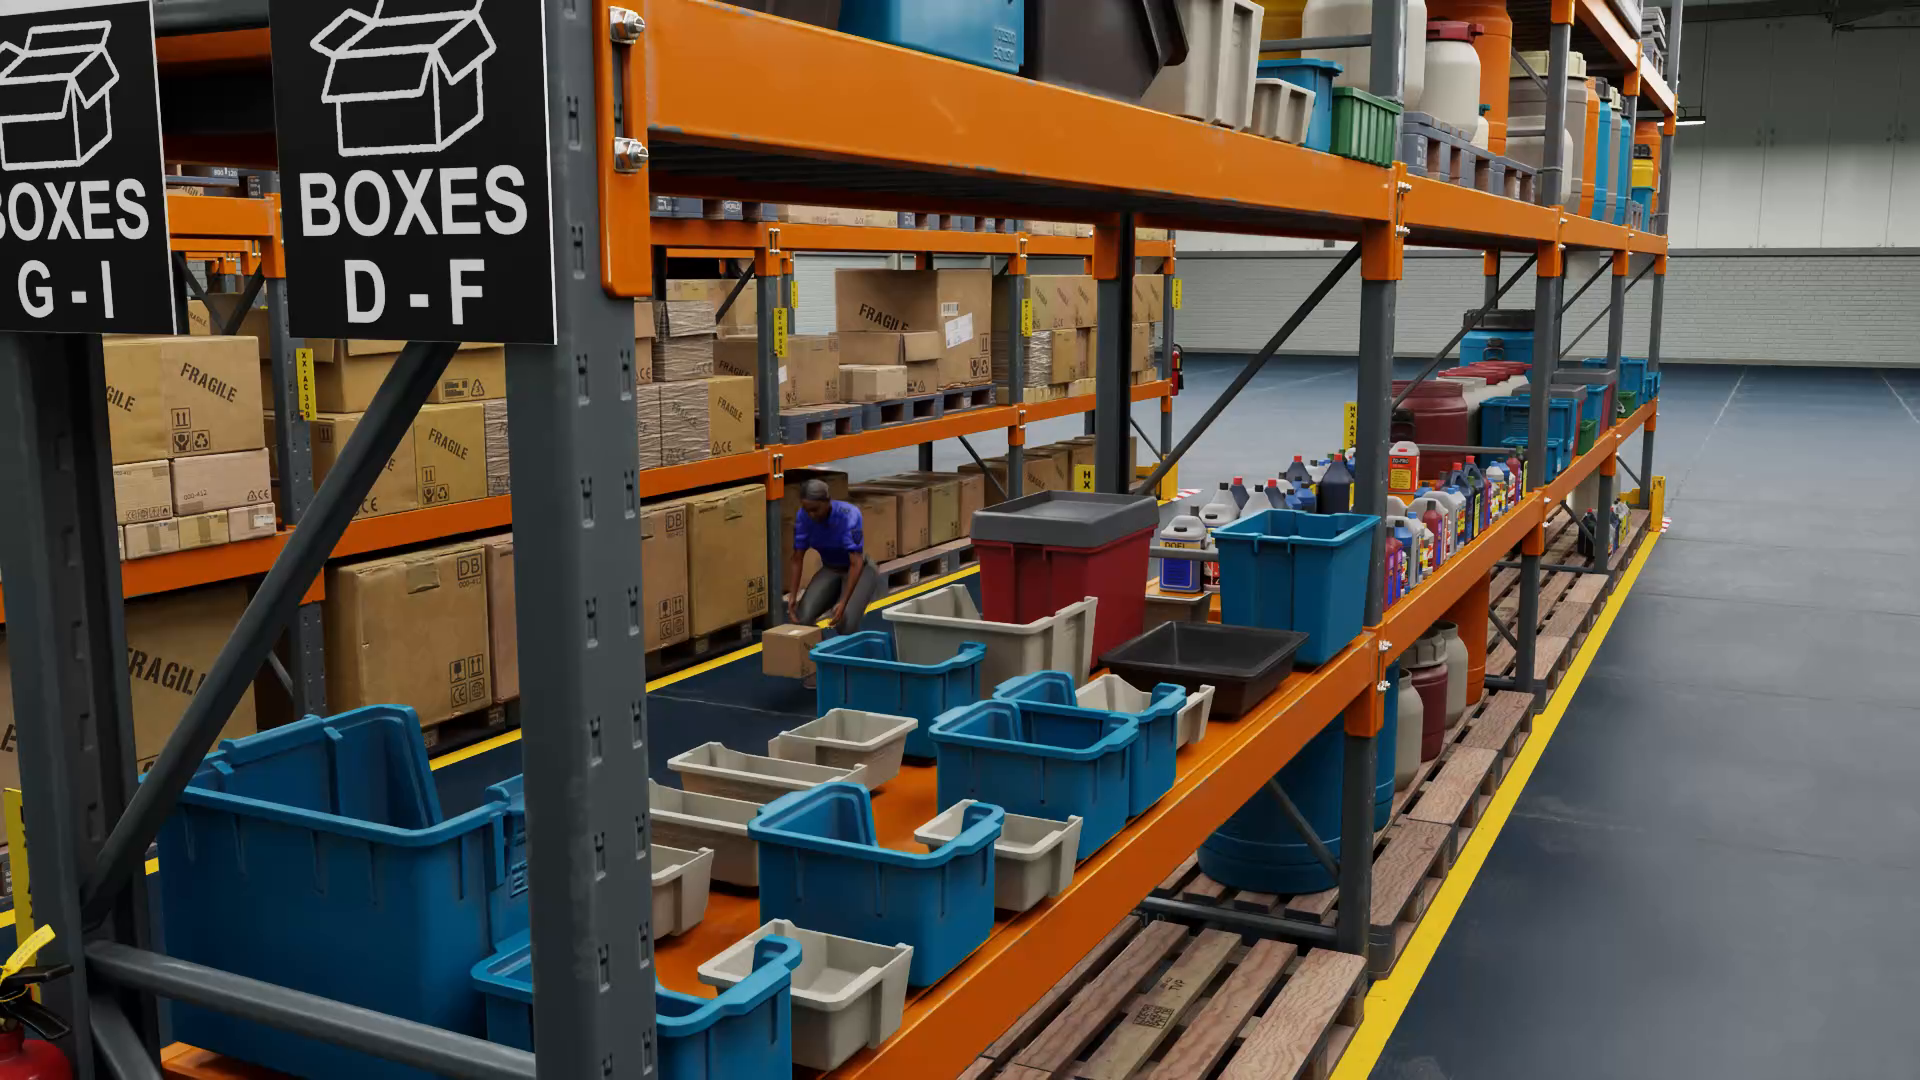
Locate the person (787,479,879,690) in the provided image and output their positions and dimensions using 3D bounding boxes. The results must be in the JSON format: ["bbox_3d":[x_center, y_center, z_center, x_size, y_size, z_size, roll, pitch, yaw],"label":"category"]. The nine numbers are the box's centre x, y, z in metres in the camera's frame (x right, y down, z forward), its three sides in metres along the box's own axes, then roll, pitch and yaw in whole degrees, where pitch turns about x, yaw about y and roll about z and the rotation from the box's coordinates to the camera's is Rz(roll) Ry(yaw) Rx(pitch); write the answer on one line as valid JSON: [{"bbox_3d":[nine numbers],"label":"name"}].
[{"bbox_3d":[-0.733,0.263,9.886,0.497,1.308,0.667,5,10,29],"label":"person"}]
